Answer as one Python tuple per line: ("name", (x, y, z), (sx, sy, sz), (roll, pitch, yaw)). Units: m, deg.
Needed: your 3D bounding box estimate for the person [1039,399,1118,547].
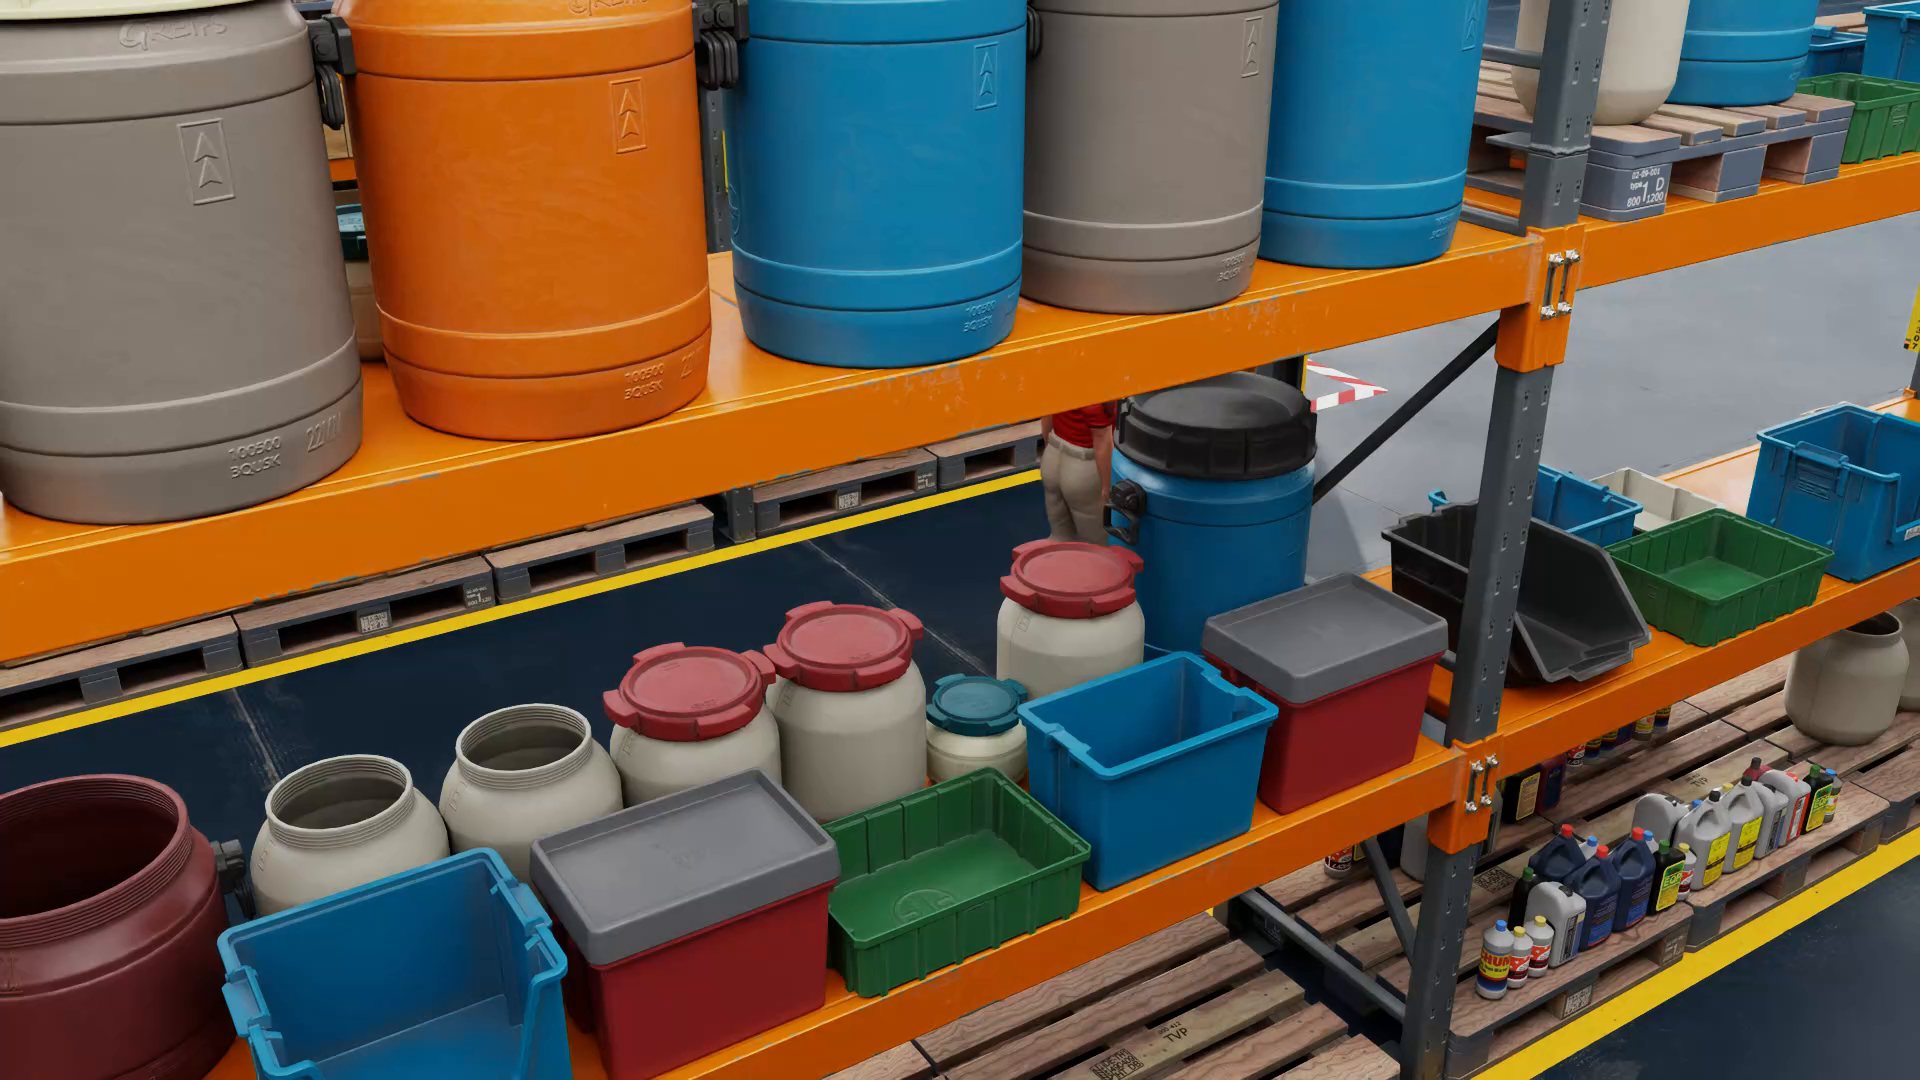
("person", (0.570, -0.319, 7.830), (0.358, 1.720, 0.531), (-15, 29, -29))
